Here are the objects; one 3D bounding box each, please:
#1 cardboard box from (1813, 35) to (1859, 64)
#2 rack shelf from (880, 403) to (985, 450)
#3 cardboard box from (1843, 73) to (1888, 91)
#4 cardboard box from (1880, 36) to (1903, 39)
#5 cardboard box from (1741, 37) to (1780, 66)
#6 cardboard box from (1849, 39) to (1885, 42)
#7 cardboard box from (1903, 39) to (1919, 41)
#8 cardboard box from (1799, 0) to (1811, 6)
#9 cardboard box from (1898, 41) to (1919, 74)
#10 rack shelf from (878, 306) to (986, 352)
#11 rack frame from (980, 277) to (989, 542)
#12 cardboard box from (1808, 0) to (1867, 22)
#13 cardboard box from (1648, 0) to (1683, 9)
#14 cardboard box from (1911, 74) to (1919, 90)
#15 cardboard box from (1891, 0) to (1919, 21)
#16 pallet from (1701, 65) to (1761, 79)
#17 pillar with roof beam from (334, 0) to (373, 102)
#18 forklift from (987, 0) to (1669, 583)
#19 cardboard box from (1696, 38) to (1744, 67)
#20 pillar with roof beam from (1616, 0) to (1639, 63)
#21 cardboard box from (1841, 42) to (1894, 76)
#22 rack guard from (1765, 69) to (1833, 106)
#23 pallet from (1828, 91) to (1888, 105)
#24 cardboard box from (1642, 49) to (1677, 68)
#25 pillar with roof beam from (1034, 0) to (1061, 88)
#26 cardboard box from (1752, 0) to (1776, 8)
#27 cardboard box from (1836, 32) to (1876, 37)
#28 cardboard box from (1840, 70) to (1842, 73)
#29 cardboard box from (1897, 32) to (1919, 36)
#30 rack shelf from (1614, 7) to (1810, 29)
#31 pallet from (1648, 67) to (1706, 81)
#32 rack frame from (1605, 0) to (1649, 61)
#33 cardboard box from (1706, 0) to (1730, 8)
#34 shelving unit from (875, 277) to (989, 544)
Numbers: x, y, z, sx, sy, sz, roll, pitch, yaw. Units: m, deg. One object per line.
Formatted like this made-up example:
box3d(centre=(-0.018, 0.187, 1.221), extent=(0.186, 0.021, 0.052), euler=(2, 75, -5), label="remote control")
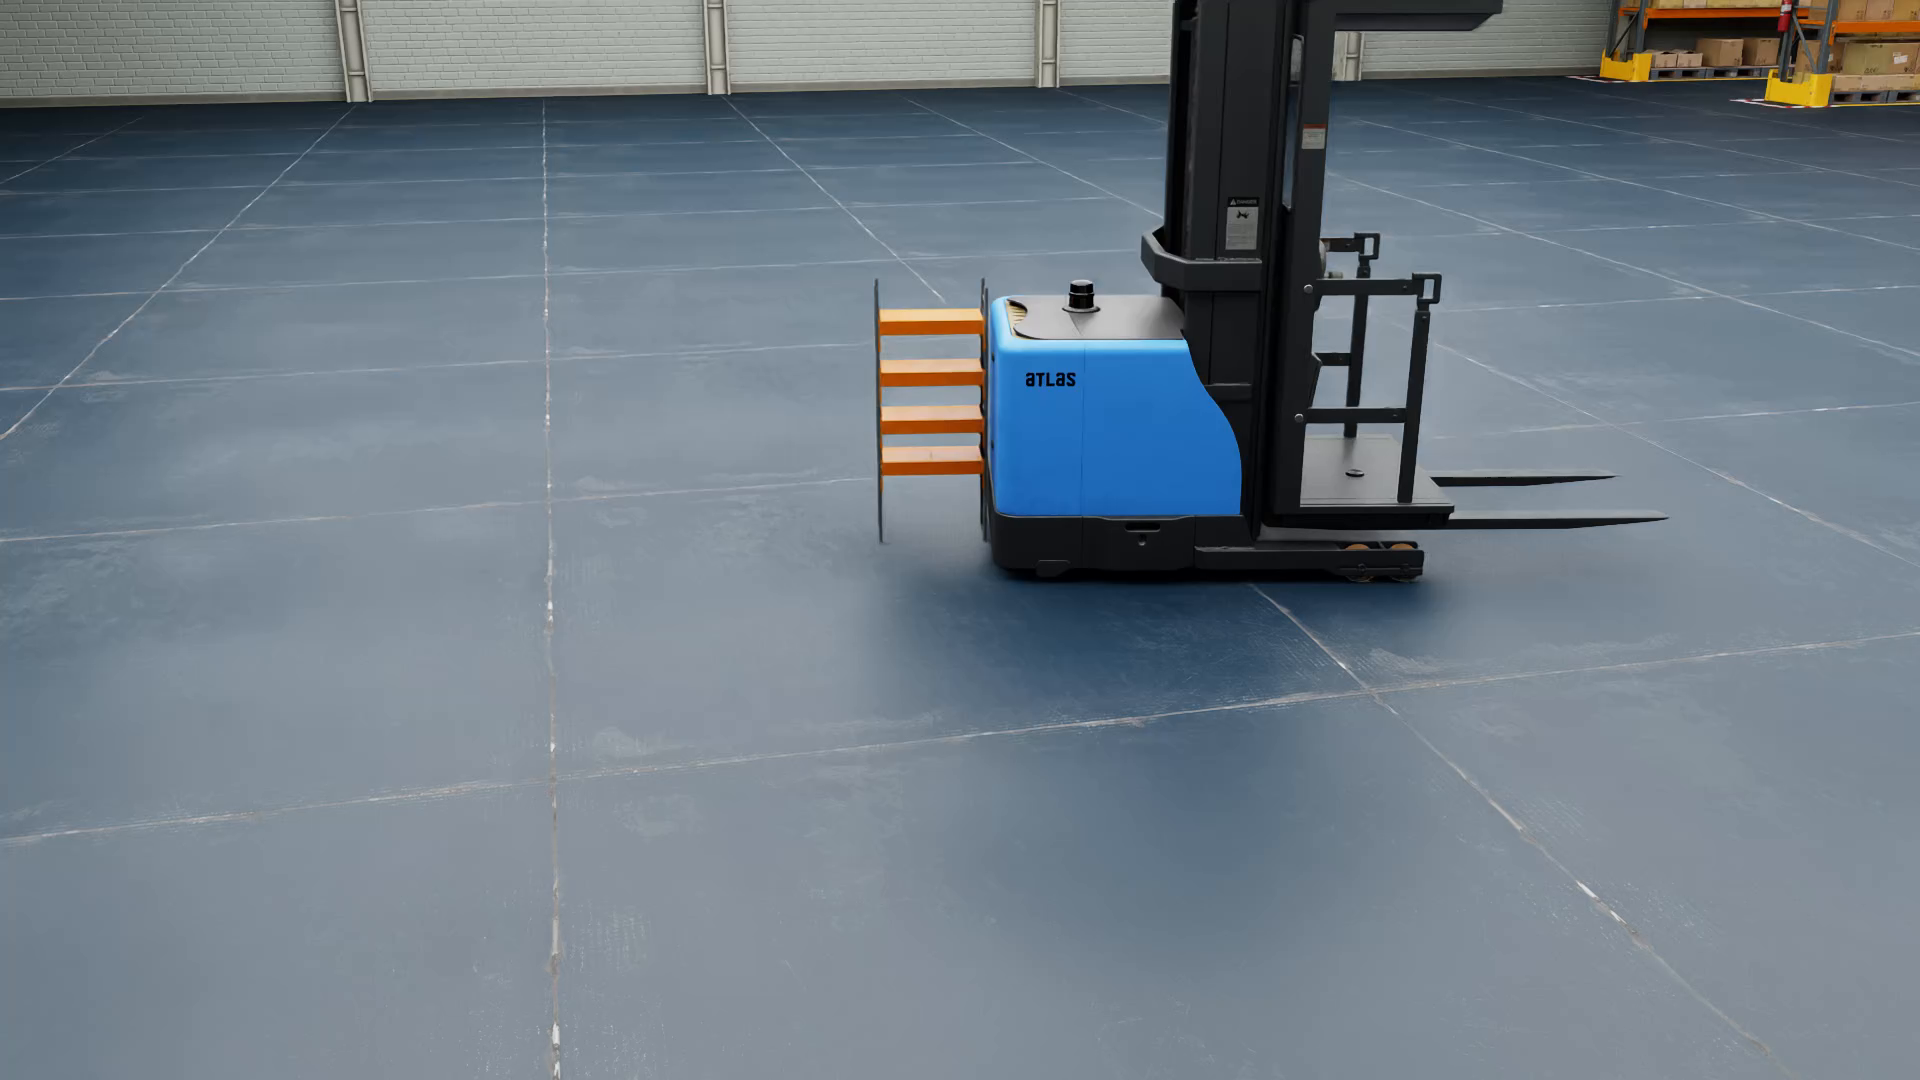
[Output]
box3d(centre=(17.393, -9.759, 33.090), extent=(0.500, 0.500, 0.700), euler=(-4, 20, -11), label="cardboard box")
box3d(centre=(-0.131, -0.528, 7.707), extent=(0.480, 0.148, 0.258), euler=(-1, 20, -3), label="rack shelf")
box3d(centre=(14.990, -7.603, 27.596), extent=(0.500, 0.250, 0.500), euler=(-5, 21, -12), label="cardboard box")
box3d(centre=(18.390, -9.844, 33.321), extent=(0.500, 0.500, 0.700), euler=(-4, 21, -12), label="cardboard box")
box3d(centre=(15.680, -9.600, 32.655), extent=(0.500, 0.500, 0.500), euler=(-6, 21, -17), label="cardboard box")
box3d(centre=(15.355, -8.172, 28.061), extent=(0.500, 0.500, 0.500), euler=(-5, 21, -12), label="cardboard box")
box3d(centre=(16.328, -8.252, 28.277), extent=(0.500, 0.500, 0.500), euler=(-5, 21, -12), label="cardboard box")
box3d(centre=(16.289, -10.463, 32.205), extent=(0.500, 0.250, 0.500), euler=(-5, 21, -12), label="cardboard box")
box3d(centre=(15.965, -8.032, 27.678), extent=(0.500, 0.500, 0.500), euler=(-5, 21, -12), label="cardboard box")
box3d(centre=(-0.131, -0.960, 7.548), extent=(0.480, 0.148, 0.258), euler=(-1, 20, -3), label="rack shelf")
box3d(centre=(0.112, -0.596, 7.697), extent=(0.015, 1.200, 0.240), euler=(-1, 20, -3), label="rack frame")
box3d(centre=(14.389, -8.768, 27.244), extent=(0.500, 0.500, 0.700), euler=(-5, 21, -12), label="cardboard box")
box3d(centre=(13.336, -10.217, 31.535), extent=(0.500, 0.250, 0.500), euler=(-5, 21, -14), label="cardboard box")
box3d(centre=(15.965, -7.680, 27.807), extent=(0.500, 0.250, 0.500), euler=(-5, 21, -12), label="cardboard box")
box3d(centre=(15.383, -8.848, 27.463), extent=(0.500, 0.500, 0.700), euler=(-5, 21, -12), label="cardboard box")
box3d(centre=(14.845, -9.191, 32.597), extent=(1.213, 0.211, 1.003), euler=(-5, 21, -12), label="pallet")
box3d(centre=(-9.095, -10.167, 22.488), extent=(0.400, 9.000, 9.100), euler=(-5, 21, -12), label="pillar with roof beam")
box3d(centre=(1.656, -1.372, 7.299), extent=(3.031, 2.935, 1.130), euler=(0, 20, -1), label="forklift")
box3d(centre=(14.762, -9.490, 32.355), extent=(0.500, 0.500, 0.700), euler=(-6, 21, -16), label="cardboard box")
box3d(centre=(14.261, -12.067, 27.673), extent=(0.400, 9.000, 9.100), euler=(-5, 21, -12), label="pillar with roof beam")
box3d(centre=(14.991, -7.955, 27.466), extent=(0.500, 0.500, 0.500), euler=(-5, 21, -12), label="cardboard box")
box3d(centre=(13.908, -7.513, 27.596), extent=(0.348, 0.500, 1.175), euler=(-5, 21, -12), label="rack guard")
box3d(centre=(14.666, -7.453, 27.855), extent=(1.213, 0.211, 1.003), euler=(-5, 21, -12), label="pallet")
box3d(centre=(13.482, -9.315, 32.151), extent=(0.500, 0.311, 0.500), euler=(-7, 21, -19), label="cardboard box")
box3d(centre=(2.583, -11.117, 25.080), extent=(0.400, 9.000, 9.100), euler=(-5, 21, -12), label="pillar with roof beam")
box3d(centre=(15.317, -10.381, 31.982), extent=(0.500, 0.250, 0.500), euler=(-5, 21, -13), label="cardboard box")
box3d(centre=(17.821, -10.147, 33.059), extent=(0.500, 0.250, 0.500), euler=(-5, 21, -14), label="cardboard box")
box3d(centre=(14.869, -7.779, 28.077), extent=(0.500, 0.250, 0.500), euler=(-5, 21, -12), label="cardboard box")
box3d(centre=(18.816, -10.223, 33.266), extent=(0.500, 0.250, 0.500), euler=(-5, 21, -13), label="cardboard box")
box3d(centre=(14.734, -10.167, 32.253), extent=(4.000, 0.370, 1.077), euler=(-5, 21, -12), label="rack shelf")
box3d(centre=(13.661, -9.095, 32.337), extent=(1.213, 0.211, 1.003), euler=(-5, 21, -12), label="pallet")
box3d(centre=(12.788, -10.346, 31.697), extent=(0.127, 3.000, 1.000), euler=(-5, 21, -12), label="rack frame")
box3d(centre=(14.335, -10.302, 31.765), extent=(0.500, 0.250, 0.500), euler=(-5, 21, -13), label="cardboard box")
box3d(centre=(-0.131, -0.591, 7.683), extent=(0.503, 1.200, 0.258), euler=(-1, 20, -3), label="shelving unit")
